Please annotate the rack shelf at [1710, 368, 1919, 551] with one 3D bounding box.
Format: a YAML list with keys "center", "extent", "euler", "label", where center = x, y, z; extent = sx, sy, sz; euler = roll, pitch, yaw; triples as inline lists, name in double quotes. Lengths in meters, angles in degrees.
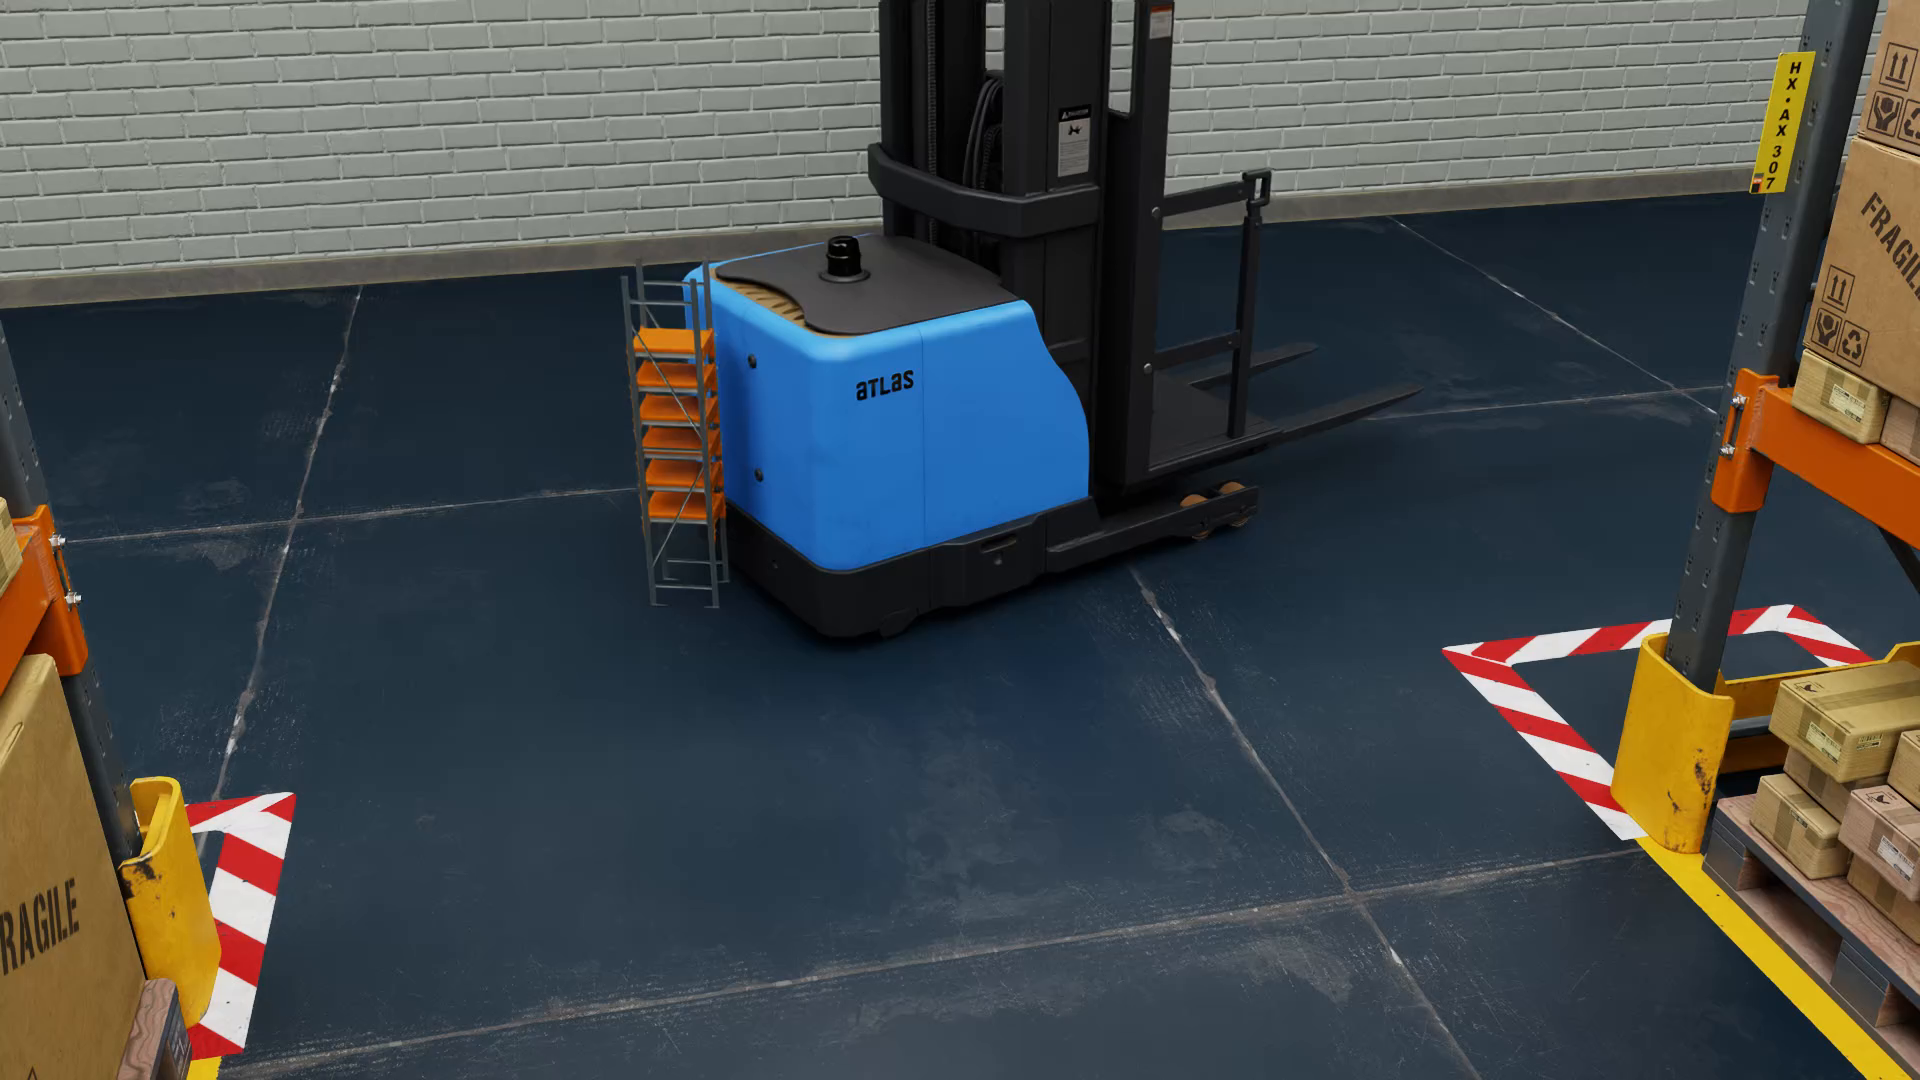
- center: [2.904, 0.557, 2.615]
  extent: [1.077, 0.370, 4.000]
  euler: [-6, 27, -12]
  label: "rack shelf"

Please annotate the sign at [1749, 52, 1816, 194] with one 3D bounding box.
- center: [1.925, -0.973, 3.888]
  extent: [0.100, 0.325, 0.005]
  euler: [-6, 27, -12]
  label: "sign"

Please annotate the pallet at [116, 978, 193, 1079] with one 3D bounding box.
- center: [-2.145, 1.405, 3.231]
  extent: [1.003, 0.211, 1.213]
  euler: [-6, 27, -12]
  label: "pallet"

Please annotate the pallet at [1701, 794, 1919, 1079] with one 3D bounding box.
- center: [2.619, 0.997, 4.041]
  extent: [1.003, 0.211, 1.213]
  euler: [-6, 27, -12]
  label: "pallet"

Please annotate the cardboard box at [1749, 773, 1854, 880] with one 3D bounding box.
- center: [2.260, 0.706, 4.220]
  extent: [0.380, 0.149, 0.250]
  euler: [-5, 27, -11]
  label: "cardboard box"

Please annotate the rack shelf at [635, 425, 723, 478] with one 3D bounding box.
- center: [-0.945, -0.299, 5.601]
  extent: [0.258, 0.103, 0.180]
  euler: [2, 28, 3]
  label: "rack shelf"

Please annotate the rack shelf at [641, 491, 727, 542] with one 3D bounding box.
- center: [-0.947, -0.087, 5.714]
  extent: [0.258, 0.103, 0.180]
  euler: [2, 28, 3]
  label: "rack shelf"

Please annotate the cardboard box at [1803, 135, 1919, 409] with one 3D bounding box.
- center: [2.286, -0.594, 3.657]
  extent: [0.500, 0.500, 0.500]
  euler: [-5, 27, -9]
  label: "cardboard box"

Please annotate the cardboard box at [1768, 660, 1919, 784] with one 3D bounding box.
- center: [2.241, 0.442, 4.082]
  extent: [0.380, 0.149, 0.250]
  euler: [-7, 28, -14]
  label: "cardboard box"

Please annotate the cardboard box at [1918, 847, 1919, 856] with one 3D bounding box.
- center: [2.352, 0.675, 3.622]
  extent: [0.380, 0.149, 0.250]
  euler: [-6, 27, -12]
  label: "cardboard box"

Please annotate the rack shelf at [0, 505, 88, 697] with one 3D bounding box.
- center: [-1.951, 1.017, 1.705]
  extent: [1.077, 0.370, 4.000]
  euler: [-6, 27, -12]
  label: "rack shelf"

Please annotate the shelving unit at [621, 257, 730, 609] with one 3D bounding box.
- center: [-0.944, -0.338, 5.580]
  extent: [0.258, 1.200, 0.189]
  euler: [2, 28, 3]
  label: "shelving unit"

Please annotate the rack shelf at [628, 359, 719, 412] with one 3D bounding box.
- center: [-0.943, -0.510, 5.488]
  extent: [0.258, 0.103, 0.180]
  euler: [2, 28, 3]
  label: "rack shelf"

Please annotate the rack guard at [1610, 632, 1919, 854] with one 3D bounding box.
- center: [2.471, 0.507, 4.690]
  extent: [1.175, 0.500, 0.348]
  euler: [-6, 27, -12]
  label: "rack guard"

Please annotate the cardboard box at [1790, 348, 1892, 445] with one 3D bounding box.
- center: [2.207, -0.354, 3.902]
  extent: [0.380, 0.149, 0.250]
  euler: [-6, 27, -12]
  label: "cardboard box"

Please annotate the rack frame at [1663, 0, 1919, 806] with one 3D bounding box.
- center: [2.454, -0.642, 4.193]
  extent: [1.000, 3.000, 0.127]
  euler: [-6, 27, -12]
  label: "rack frame"

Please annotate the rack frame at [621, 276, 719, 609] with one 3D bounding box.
- center: [-0.951, -0.295, 5.500]
  extent: [0.240, 1.200, 0.006]
  euler: [2, 28, 3]
  label: "rack frame"

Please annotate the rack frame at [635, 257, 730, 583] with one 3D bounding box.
- center: [-0.938, -0.381, 5.661]
  extent: [0.240, 1.200, 0.006]
  euler: [2, 28, 3]
  label: "rack frame"

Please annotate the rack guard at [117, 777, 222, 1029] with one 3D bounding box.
- center: [-2.407, 0.923, 3.867]
  extent: [1.175, 0.500, 0.348]
  euler: [-6, 27, -12]
  label: "rack guard"

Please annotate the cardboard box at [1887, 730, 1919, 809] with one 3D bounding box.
- center: [2.420, 0.551, 3.867]
  extent: [0.380, 0.149, 0.250]
  euler: [-5, 27, -11]
  label: "cardboard box"

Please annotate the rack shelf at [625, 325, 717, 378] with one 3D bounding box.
- center: [-0.942, -0.616, 5.432]
  extent: [0.258, 0.103, 0.180]
  euler: [2, 28, 3]
  label: "rack shelf"

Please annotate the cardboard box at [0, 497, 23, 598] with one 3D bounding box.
- center: [-2.000, 0.052, 3.096]
  extent: [0.380, 0.149, 0.250]
  euler: [-5, 27, -11]
  label: "cardboard box"

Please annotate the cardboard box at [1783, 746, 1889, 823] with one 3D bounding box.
- center: [2.322, 0.567, 4.166]
  extent: [0.380, 0.149, 0.250]
  euler: [-5, 27, -9]
  label: "cardboard box"

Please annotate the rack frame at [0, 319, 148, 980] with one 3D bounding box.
- center: [-2.401, -0.183, 3.283]
  extent: [1.000, 3.000, 0.127]
  euler: [-6, 27, -12]
  label: "rack frame"

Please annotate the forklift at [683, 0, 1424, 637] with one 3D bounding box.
- center: [0.531, -1.488, 5.946]
  extent: [3.031, 2.935, 1.130]
  euler: [-17, 32, -31]
  label: "forklift"

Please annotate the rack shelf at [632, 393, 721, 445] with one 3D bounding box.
- center: [-0.944, -0.405, 5.545]
  extent: [0.258, 0.103, 0.180]
  euler: [2, 28, 3]
  label: "rack shelf"

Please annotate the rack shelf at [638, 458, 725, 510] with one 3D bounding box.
- center: [-0.946, -0.193, 5.658]
  extent: [0.258, 0.103, 0.180]
  euler: [2, 28, 3]
  label: "rack shelf"

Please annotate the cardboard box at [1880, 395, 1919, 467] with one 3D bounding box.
- center: [2.305, -0.247, 3.689]
  extent: [0.380, 0.149, 0.250]
  euler: [-5, 27, -10]
  label: "cardboard box"

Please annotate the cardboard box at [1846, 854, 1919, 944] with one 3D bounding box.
- center: [2.399, 0.812, 4.009]
  extent: [0.380, 0.149, 0.250]
  euler: [-6, 27, -12]
  label: "cardboard box"

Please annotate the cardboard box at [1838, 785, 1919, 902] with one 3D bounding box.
- center: [2.328, 0.693, 3.917]
  extent: [0.380, 0.149, 0.250]
  euler: [-6, 27, -12]
  label: "cardboard box"

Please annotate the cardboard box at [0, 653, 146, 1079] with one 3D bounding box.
- center: [-2.179, 0.851, 3.126]
  extent: [0.875, 0.875, 0.875]
  euler: [-6, 27, -12]
  label: "cardboard box"

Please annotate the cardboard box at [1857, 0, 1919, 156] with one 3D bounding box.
- center: [2.296, -1.042, 3.434]
  extent: [0.500, 0.500, 0.500]
  euler: [-6, 27, -12]
  label: "cardboard box"
